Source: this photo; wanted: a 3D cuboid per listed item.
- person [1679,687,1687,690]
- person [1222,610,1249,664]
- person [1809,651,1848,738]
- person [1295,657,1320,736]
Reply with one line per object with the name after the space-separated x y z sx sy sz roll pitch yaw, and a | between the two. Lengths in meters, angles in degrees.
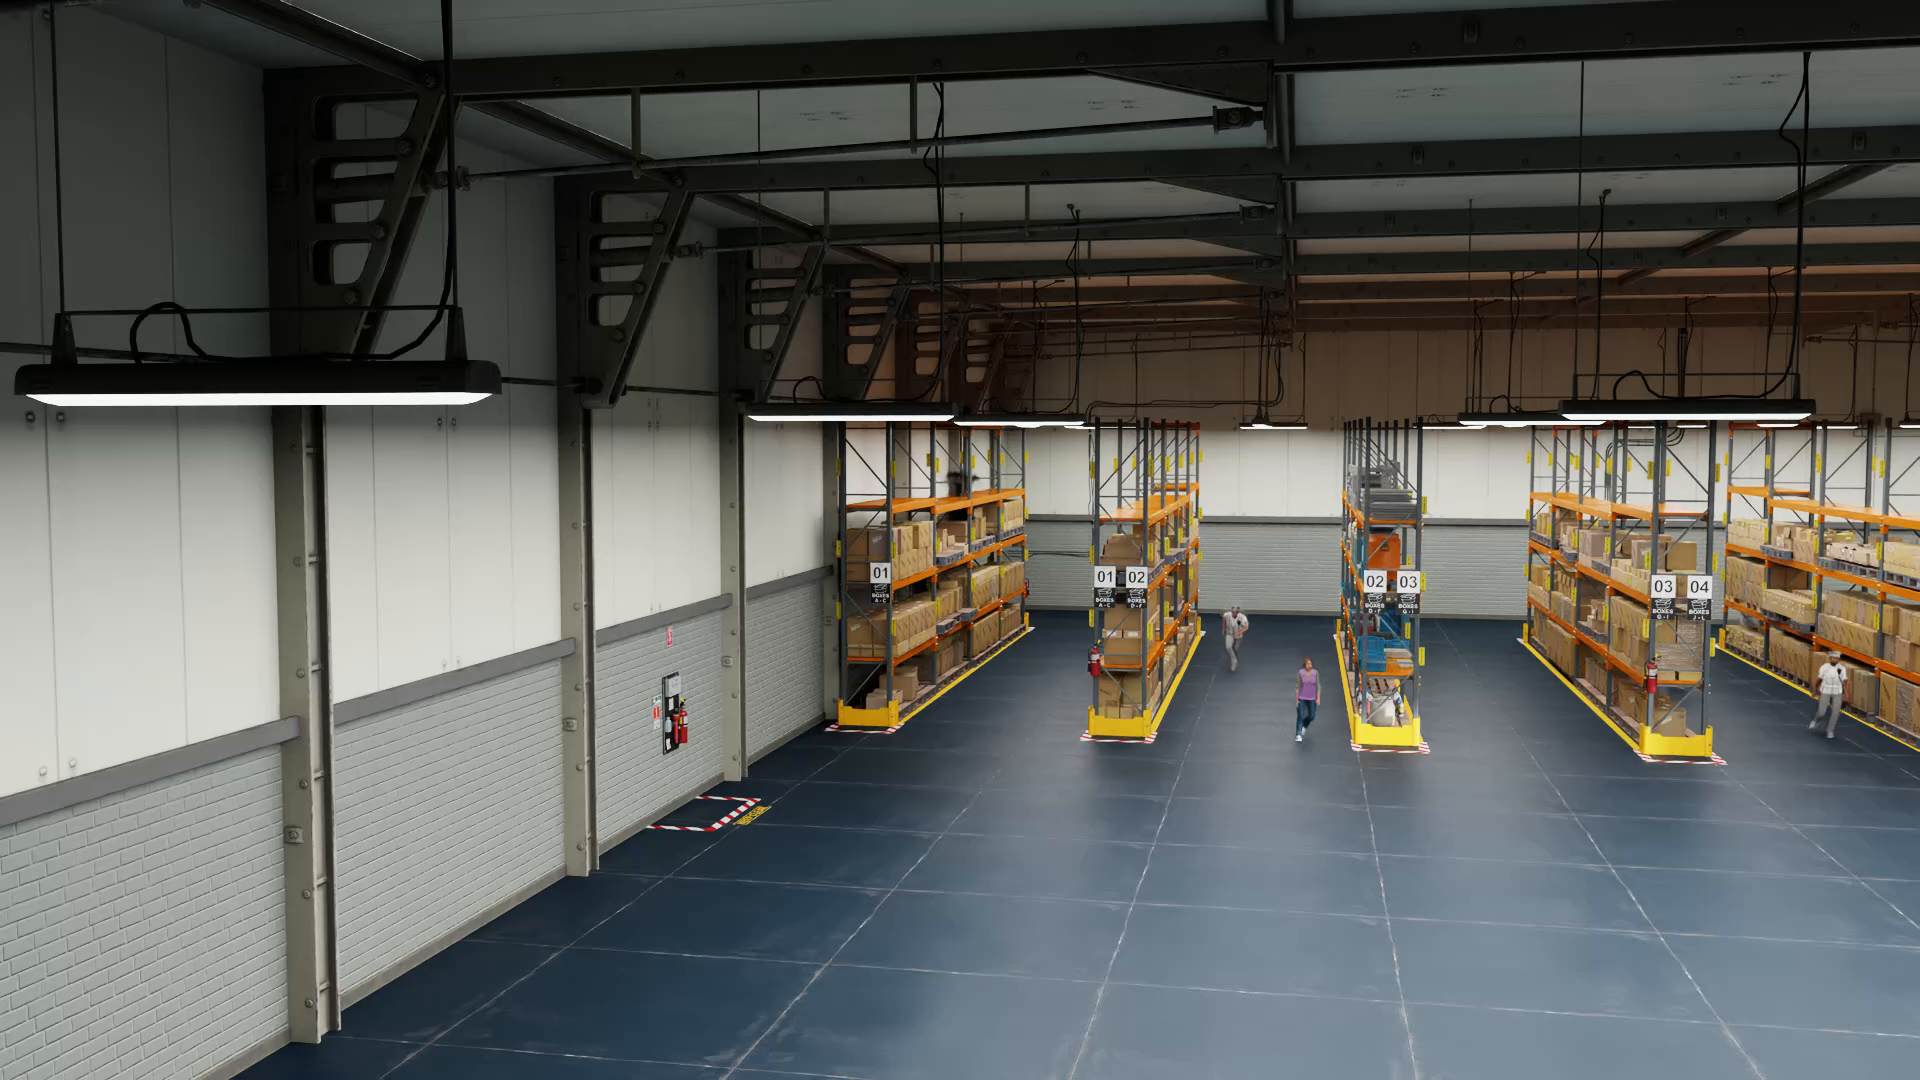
16.028 2.455 37.048 0.720 1.721 0.582 2 4 23 | person
6.689 2.279 40.355 0.657 1.436 1.036 1 4 13 | person
16.318 2.872 31.232 0.609 1.650 0.576 2 4 22 | person
6.408 2.901 30.695 0.464 1.508 0.449 0 4 2 | person
